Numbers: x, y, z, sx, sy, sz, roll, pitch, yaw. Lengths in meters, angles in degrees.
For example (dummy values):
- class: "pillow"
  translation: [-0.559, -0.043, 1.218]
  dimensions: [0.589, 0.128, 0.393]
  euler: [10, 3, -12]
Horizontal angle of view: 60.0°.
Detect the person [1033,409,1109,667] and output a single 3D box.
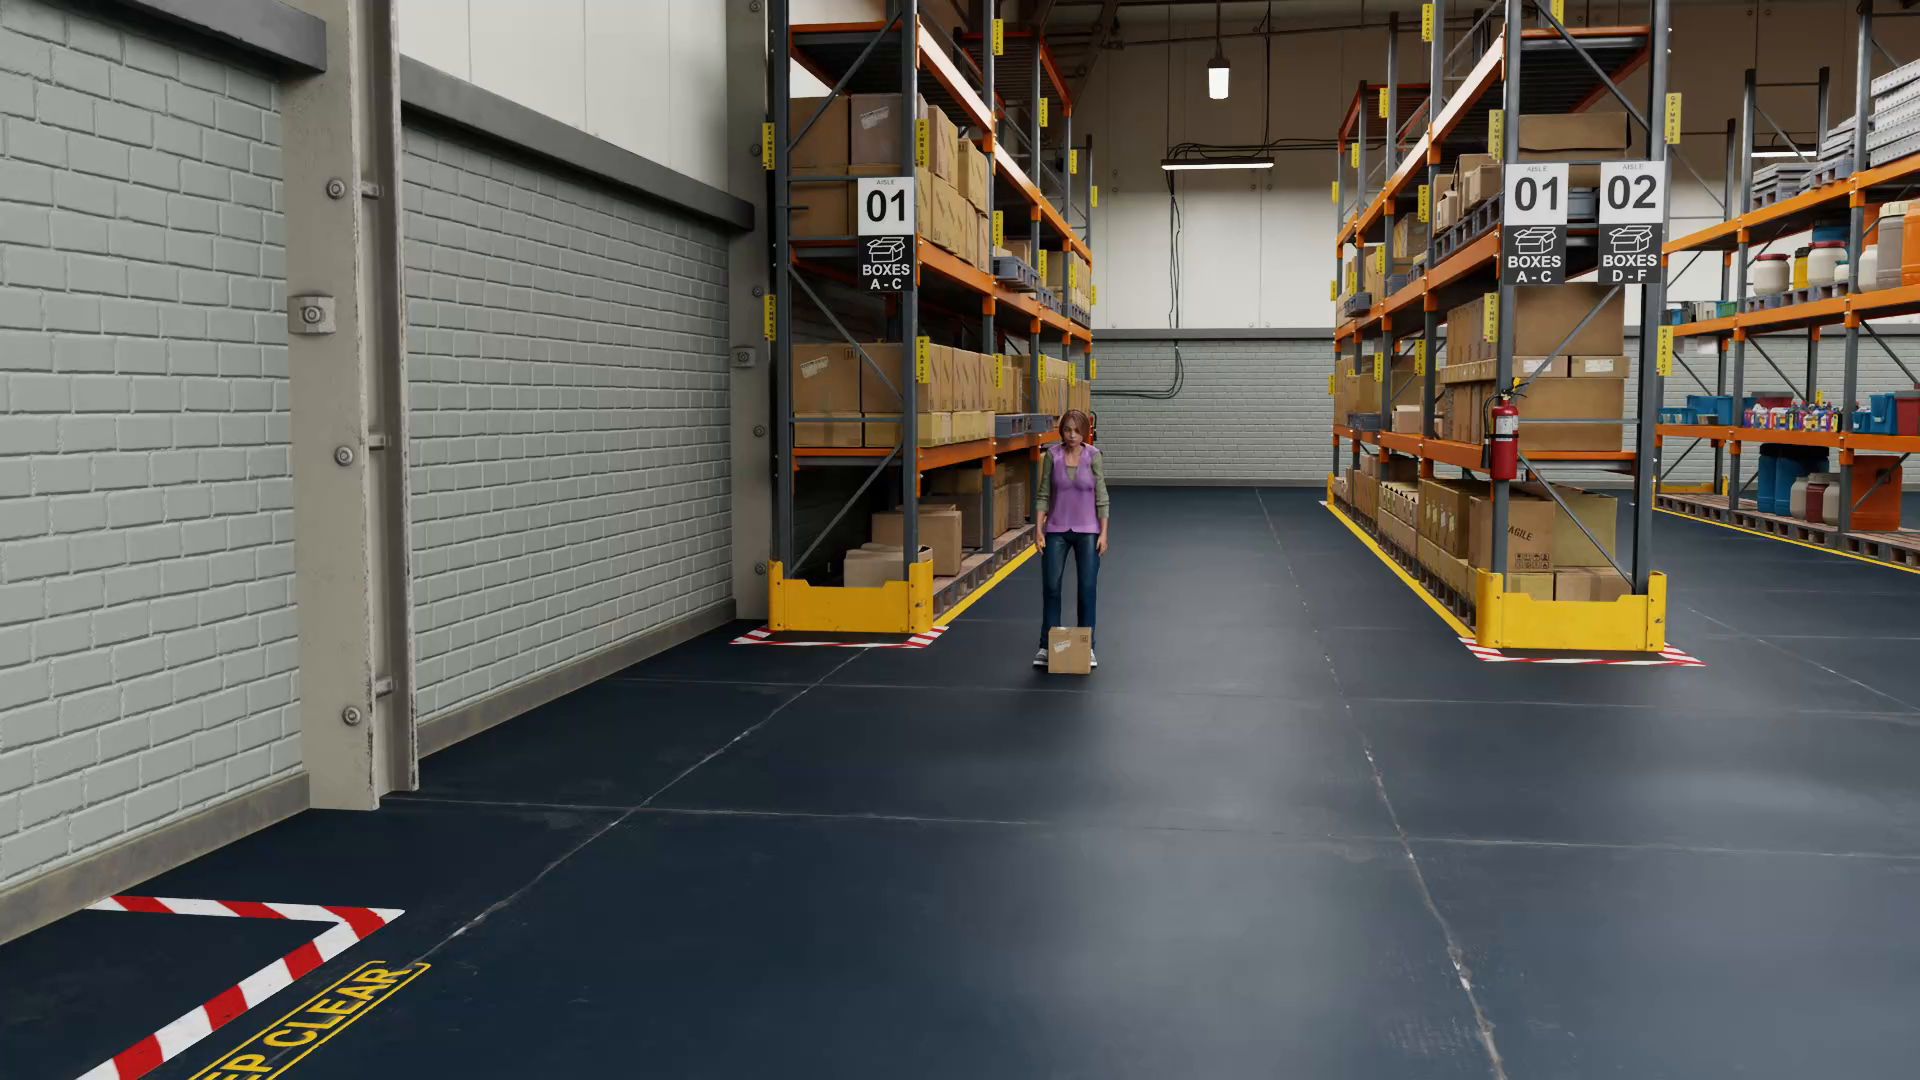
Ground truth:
- class: "person"
  translation: [0.696, -0.016, 10.334]
  dimensions: [0.460, 1.592, 0.344]
  euler: [1, 5, 9]
